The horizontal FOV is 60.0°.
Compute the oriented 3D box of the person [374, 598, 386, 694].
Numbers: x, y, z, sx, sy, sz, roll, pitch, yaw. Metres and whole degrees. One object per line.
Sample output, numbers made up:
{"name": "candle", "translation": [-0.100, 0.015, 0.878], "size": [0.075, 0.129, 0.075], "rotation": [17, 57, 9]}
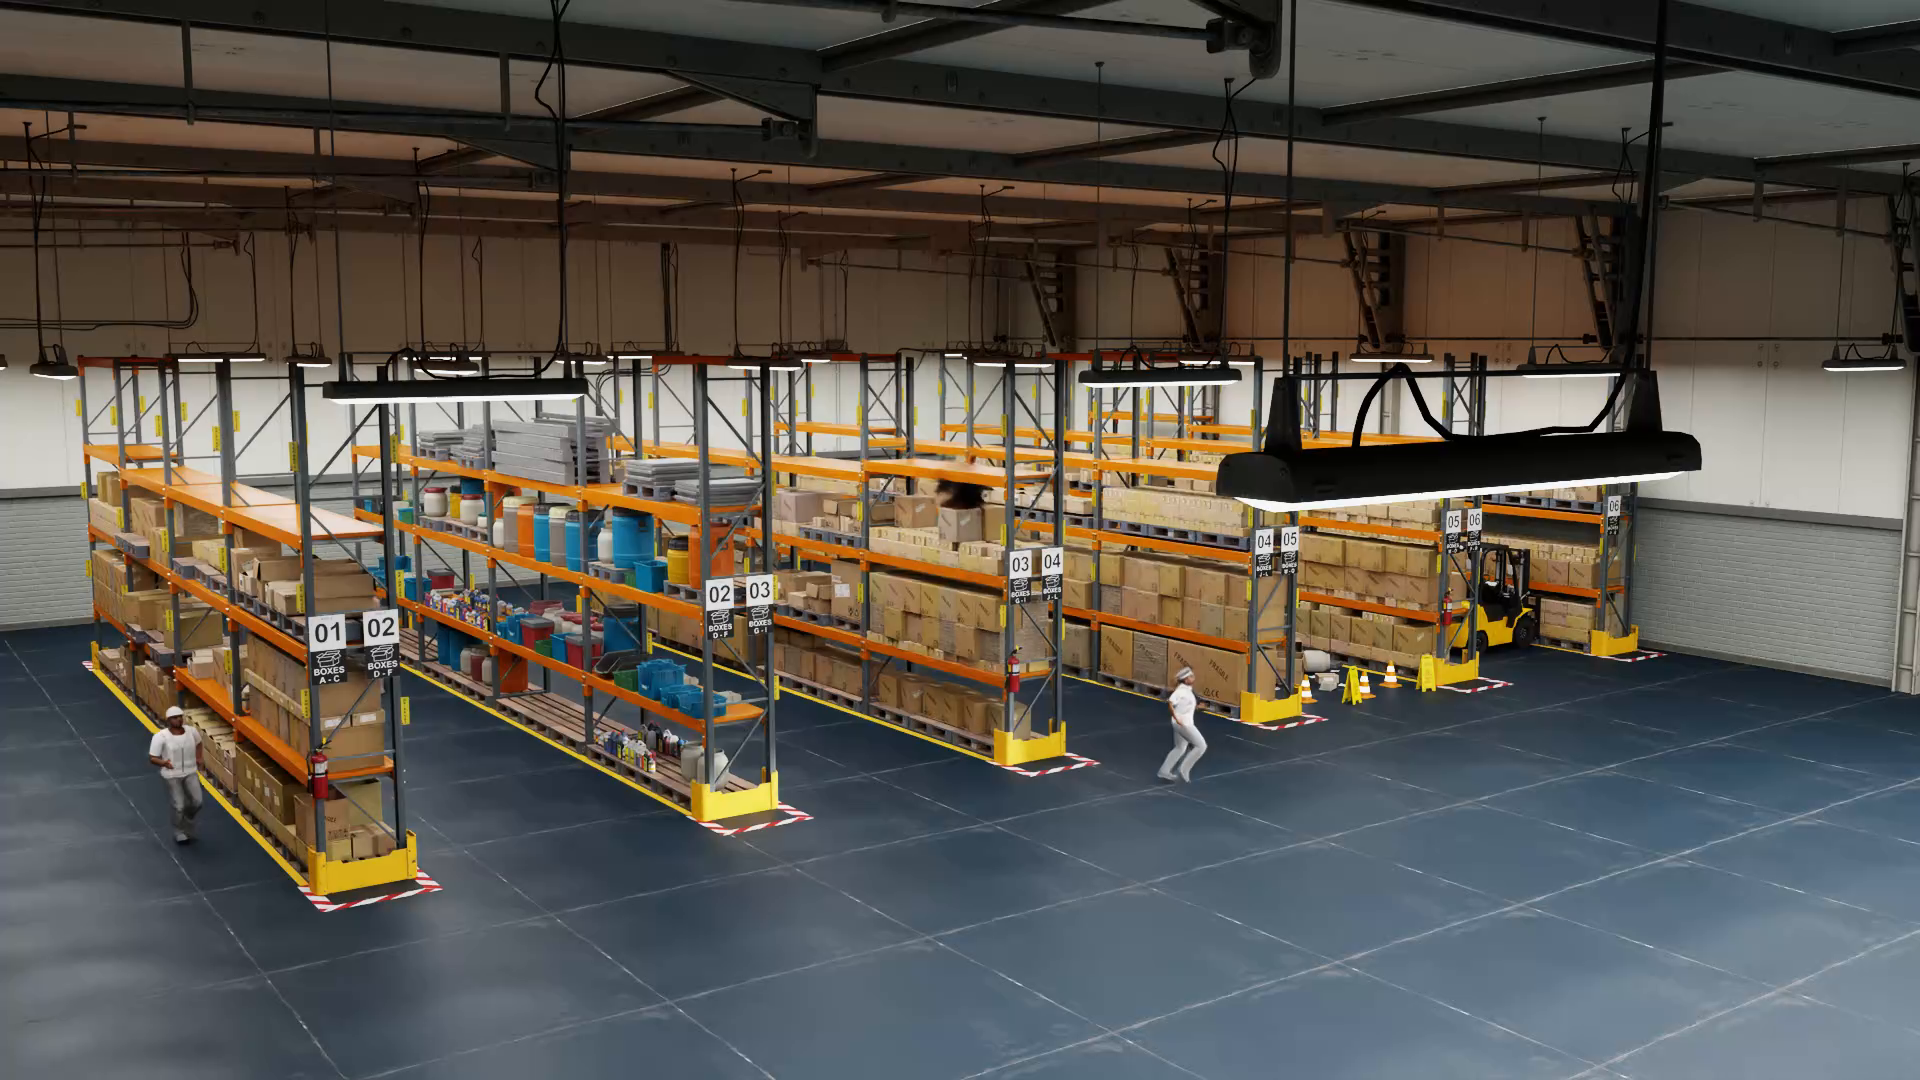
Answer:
{"name": "person", "translation": [-10.489, 1.875, 29.912], "size": [0.698, 1.693, 0.878], "rotation": [-4, 8, -33]}

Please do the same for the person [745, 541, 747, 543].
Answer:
{"name": "person", "translation": [-4.949, 0.809, 38.965], "size": [0.591, 1.635, 0.713], "rotation": [-3, 8, -25]}

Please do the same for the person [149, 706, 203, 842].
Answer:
{"name": "person", "translation": [-9.754, 2.940, 20.852], "size": [0.686, 1.721, 0.591], "rotation": [-6, 9, -43]}

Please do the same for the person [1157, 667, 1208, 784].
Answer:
{"name": "person", "translation": [3.176, 2.632, 23.699], "size": [0.705, 1.686, 0.563], "rotation": [1, 7, 4]}
